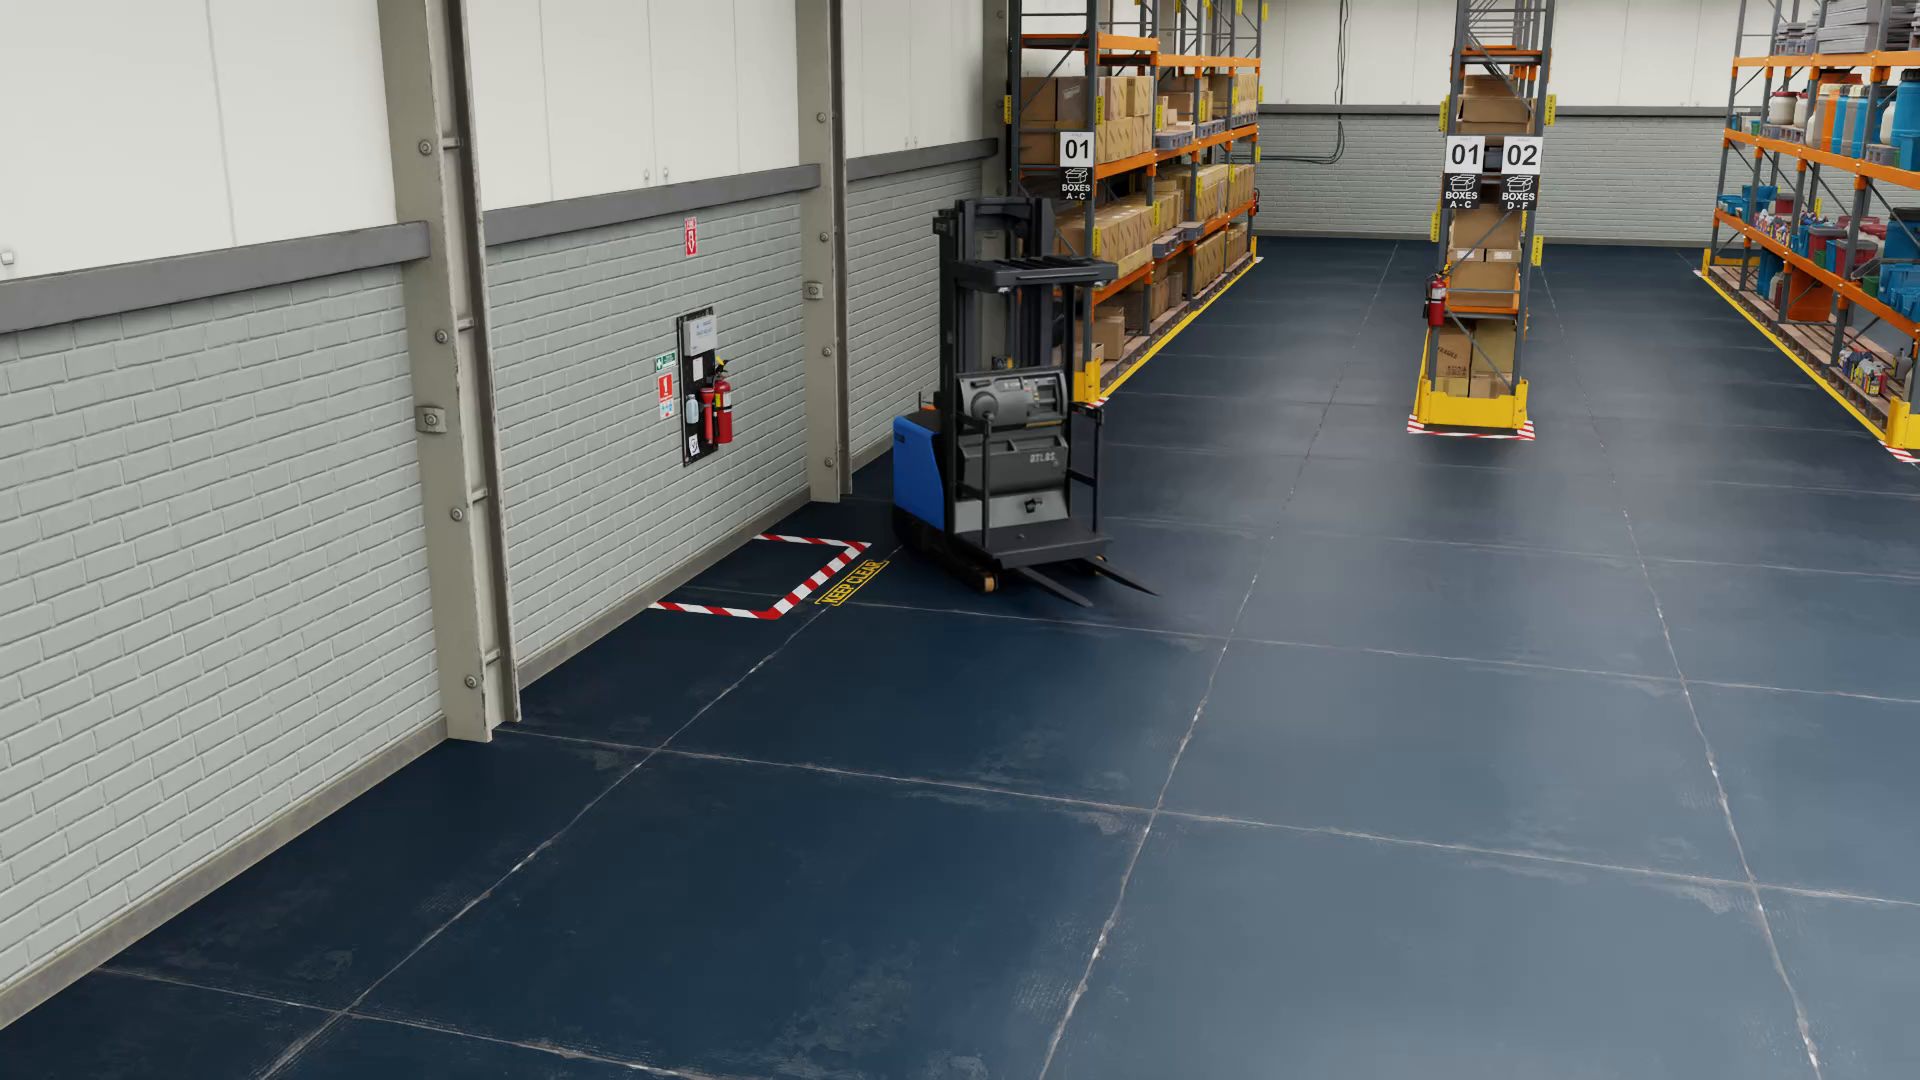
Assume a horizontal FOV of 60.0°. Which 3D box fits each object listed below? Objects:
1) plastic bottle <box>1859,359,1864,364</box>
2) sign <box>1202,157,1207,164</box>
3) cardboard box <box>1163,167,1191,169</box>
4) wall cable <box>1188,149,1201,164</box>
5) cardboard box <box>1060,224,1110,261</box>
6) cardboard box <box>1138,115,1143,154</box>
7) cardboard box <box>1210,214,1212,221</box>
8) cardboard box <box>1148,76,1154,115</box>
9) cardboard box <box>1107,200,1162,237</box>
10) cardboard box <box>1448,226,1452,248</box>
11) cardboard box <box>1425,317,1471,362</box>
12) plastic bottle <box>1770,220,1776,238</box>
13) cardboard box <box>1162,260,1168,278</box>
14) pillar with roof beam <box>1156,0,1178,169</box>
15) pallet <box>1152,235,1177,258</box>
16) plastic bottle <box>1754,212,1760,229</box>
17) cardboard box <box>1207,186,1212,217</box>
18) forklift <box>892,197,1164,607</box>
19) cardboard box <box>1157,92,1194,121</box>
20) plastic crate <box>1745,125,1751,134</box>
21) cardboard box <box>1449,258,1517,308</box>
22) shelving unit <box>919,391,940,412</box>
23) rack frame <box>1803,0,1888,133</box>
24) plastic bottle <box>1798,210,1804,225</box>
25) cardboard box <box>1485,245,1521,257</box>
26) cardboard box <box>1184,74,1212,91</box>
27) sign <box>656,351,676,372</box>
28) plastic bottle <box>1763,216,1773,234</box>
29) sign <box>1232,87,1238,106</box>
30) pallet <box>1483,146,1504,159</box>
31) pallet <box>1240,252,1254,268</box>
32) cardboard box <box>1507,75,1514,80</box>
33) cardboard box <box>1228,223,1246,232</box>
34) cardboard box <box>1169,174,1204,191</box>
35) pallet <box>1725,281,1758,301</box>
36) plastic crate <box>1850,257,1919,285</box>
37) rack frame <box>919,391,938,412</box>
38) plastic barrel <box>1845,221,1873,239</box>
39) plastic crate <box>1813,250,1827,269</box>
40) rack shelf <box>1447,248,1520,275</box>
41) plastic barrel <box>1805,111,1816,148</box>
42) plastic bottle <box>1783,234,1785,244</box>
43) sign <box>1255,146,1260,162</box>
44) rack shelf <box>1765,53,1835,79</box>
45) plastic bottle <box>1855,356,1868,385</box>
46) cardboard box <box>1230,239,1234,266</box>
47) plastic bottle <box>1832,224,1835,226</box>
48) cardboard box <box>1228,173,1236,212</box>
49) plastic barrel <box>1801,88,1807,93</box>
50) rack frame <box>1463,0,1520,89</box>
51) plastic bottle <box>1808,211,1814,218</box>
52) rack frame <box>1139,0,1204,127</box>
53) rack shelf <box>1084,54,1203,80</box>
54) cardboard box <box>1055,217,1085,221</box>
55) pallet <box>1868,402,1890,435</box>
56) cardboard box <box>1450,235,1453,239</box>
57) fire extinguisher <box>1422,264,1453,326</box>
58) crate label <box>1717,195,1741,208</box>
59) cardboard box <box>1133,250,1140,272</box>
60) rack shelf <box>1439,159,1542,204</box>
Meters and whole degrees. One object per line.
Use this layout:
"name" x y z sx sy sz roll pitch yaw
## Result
"plastic bottle" 11.049 -2.082 20.368 0.097 0.271 0.097 0 16 0
"sign" 5.117 -7.860 34.812 0.100 0.325 0.005 5 16 16
"cardboard box" 3.851 -6.507 29.634 0.500 0.250 0.500 4 16 14
"wall cable" 5.105 -8.258 36.085 0.084 1.984 1.851 5 16 16
"cardboard box" 1.525 -3.575 20.299 0.500 0.500 0.500 5 16 16
"cardboard box" 2.175 -5.440 22.293 0.500 0.500 0.500 3 16 11
"cardboard box" 4.283 -5.764 29.577 0.380 0.149 0.250 4 16 14
"cardboard box" 2.355 -6.051 22.617 0.500 0.500 0.500 3 16 11
"cardboard box" 2.581 -4.757 24.615 0.700 0.500 0.500 6 17 22
"cardboard box" 7.685 -4.623 25.294 0.500 0.311 0.500 4 16 15
"cardboard box" 5.989 -2.458 20.393 0.500 0.500 0.500 5 16 16
"plastic bottle" 12.994 -4.965 26.550 0.061 0.283 0.133 5 16 16
"cardboard box" 2.998 -4.301 26.397 0.500 0.250 0.500 5 17 17
"pillar with roof beam" 8.008 -9.117 29.981 9.100 9.000 0.400 5 16 16
"pallet" 2.594 -4.318 24.407 1.003 0.211 1.213 5 16 16
"plastic bottle" 13.458 -5.392 28.057 0.061 0.283 0.133 5 16 16
"cardboard box" 4.057 -5.842 28.664 0.500 0.500 0.500 5 16 16
"forklift" 0.521 -1.133 12.954 1.130 2.935 3.031 -8 18 -25
"cardboard box" 3.557 -7.245 27.888 0.700 0.500 0.500 4 16 13
"plastic crate" 14.006 -7.225 29.290 0.293 0.136 0.466 5 16 16
"cardboard box" 5.996 -2.961 19.088 0.700 0.500 0.500 5 16 16
"shelving unit" -0.094 -0.742 14.746 0.503 1.200 0.258 -13 21 -39
"rack frame" 12.873 -7.386 23.878 1.000 3.000 0.127 5 16 16
"plastic bottle" 13.924 -5.268 27.495 0.144 0.351 0.185 5 16 16
"cardboard box" 6.242 -3.307 19.120 0.380 0.149 0.250 4 16 14
"cardboard box" 4.486 -8.497 31.240 0.500 0.500 0.500 4 16 15
"sign" -2.220 -1.348 12.547 0.001 0.109 0.331 5 16 16
"plastic bottle" 13.250 -5.153 27.226 0.152 0.276 0.135 5 16 16
"sign" 5.034 -8.118 30.432 0.100 0.325 0.005 5 16 16
"pallet" 6.422 -4.695 20.052 1.003 0.211 1.213 5 16 16
"pallet" 5.496 -5.804 34.405 1.003 0.211 1.213 5 16 16
"cardboard box" 9.641 -8.153 30.065 0.700 0.500 0.500 5 16 16
"cardboard box" 5.611 -6.367 33.902 0.380 0.149 0.250 5 17 17
"cardboard box" 3.759 -5.936 27.620 0.500 0.250 0.500 5 17 17
"pallet" 14.181 -4.400 29.455 1.003 0.211 1.213 5 16 16
"plastic crate" 11.465 -3.296 20.567 0.767 0.338 0.504 5 16 16
"rack frame" -0.277 -0.698 14.591 0.015 1.200 0.240 -13 21 -39
"plastic barrel" 12.785 -4.268 23.674 0.421 0.512 0.421 0 16 0
"plastic crate" 11.960 -3.829 22.719 0.450 0.188 0.662 5 16 16
"rack shelf" 7.556 -4.015 24.307 1.077 0.370 4.000 5 16 16
"plastic barrel" 12.491 -5.939 24.069 0.421 0.512 0.421 0 16 0
"plastic bottle" 12.695 -4.632 25.527 0.097 0.201 0.097 0 16 0
"sign" 6.164 -7.986 34.432 0.100 0.325 0.005 5 16 16
"rack shelf" 13.441 -7.371 25.875 1.077 0.370 4.000 5 16 16
"plastic bottle" 10.934 -2.051 20.111 0.144 0.351 0.185 4 16 15
"cardboard box" 4.968 -5.633 32.502 0.700 0.500 0.500 4 16 15
"plastic bottle" 13.628 -4.796 25.976 0.097 0.271 0.097 0 16 0
"cardboard box" 4.681 -6.599 31.549 0.980 0.700 0.700 5 17 17
"plastic barrel" 13.945 -7.027 26.996 0.600 0.588 0.600 0 16 0
"rack frame" 10.398 -9.864 32.614 1.000 3.000 0.127 5 16 16
"plastic bottle" 14.062 -5.257 27.455 0.144 0.351 0.185 5 16 16
"rack frame" 3.374 -8.154 26.586 1.000 3.000 0.127 5 16 16
"rack shelf" 2.806 -7.092 24.894 1.077 0.370 4.000 5 16 16
"cardboard box" 1.326 -3.879 21.374 0.500 0.500 0.500 4 16 14
"pallet" 10.812 -1.301 18.529 1.003 0.211 1.213 5 16 16
"cardboard box" 6.144 -3.605 20.172 0.380 0.149 0.250 5 17 17
"fire extinguisher" 5.372 -2.760 18.703 0.296 0.674 0.183 5 16 16
"crate label" 14.761 -6.502 31.952 0.416 0.233 0.303 5 16 16
"cardboard box" 2.116 -3.749 22.288 0.500 0.250 0.500 5 16 16
"rack shelf" 6.420 -4.412 20.208 1.077 0.370 4.000 5 16 16
